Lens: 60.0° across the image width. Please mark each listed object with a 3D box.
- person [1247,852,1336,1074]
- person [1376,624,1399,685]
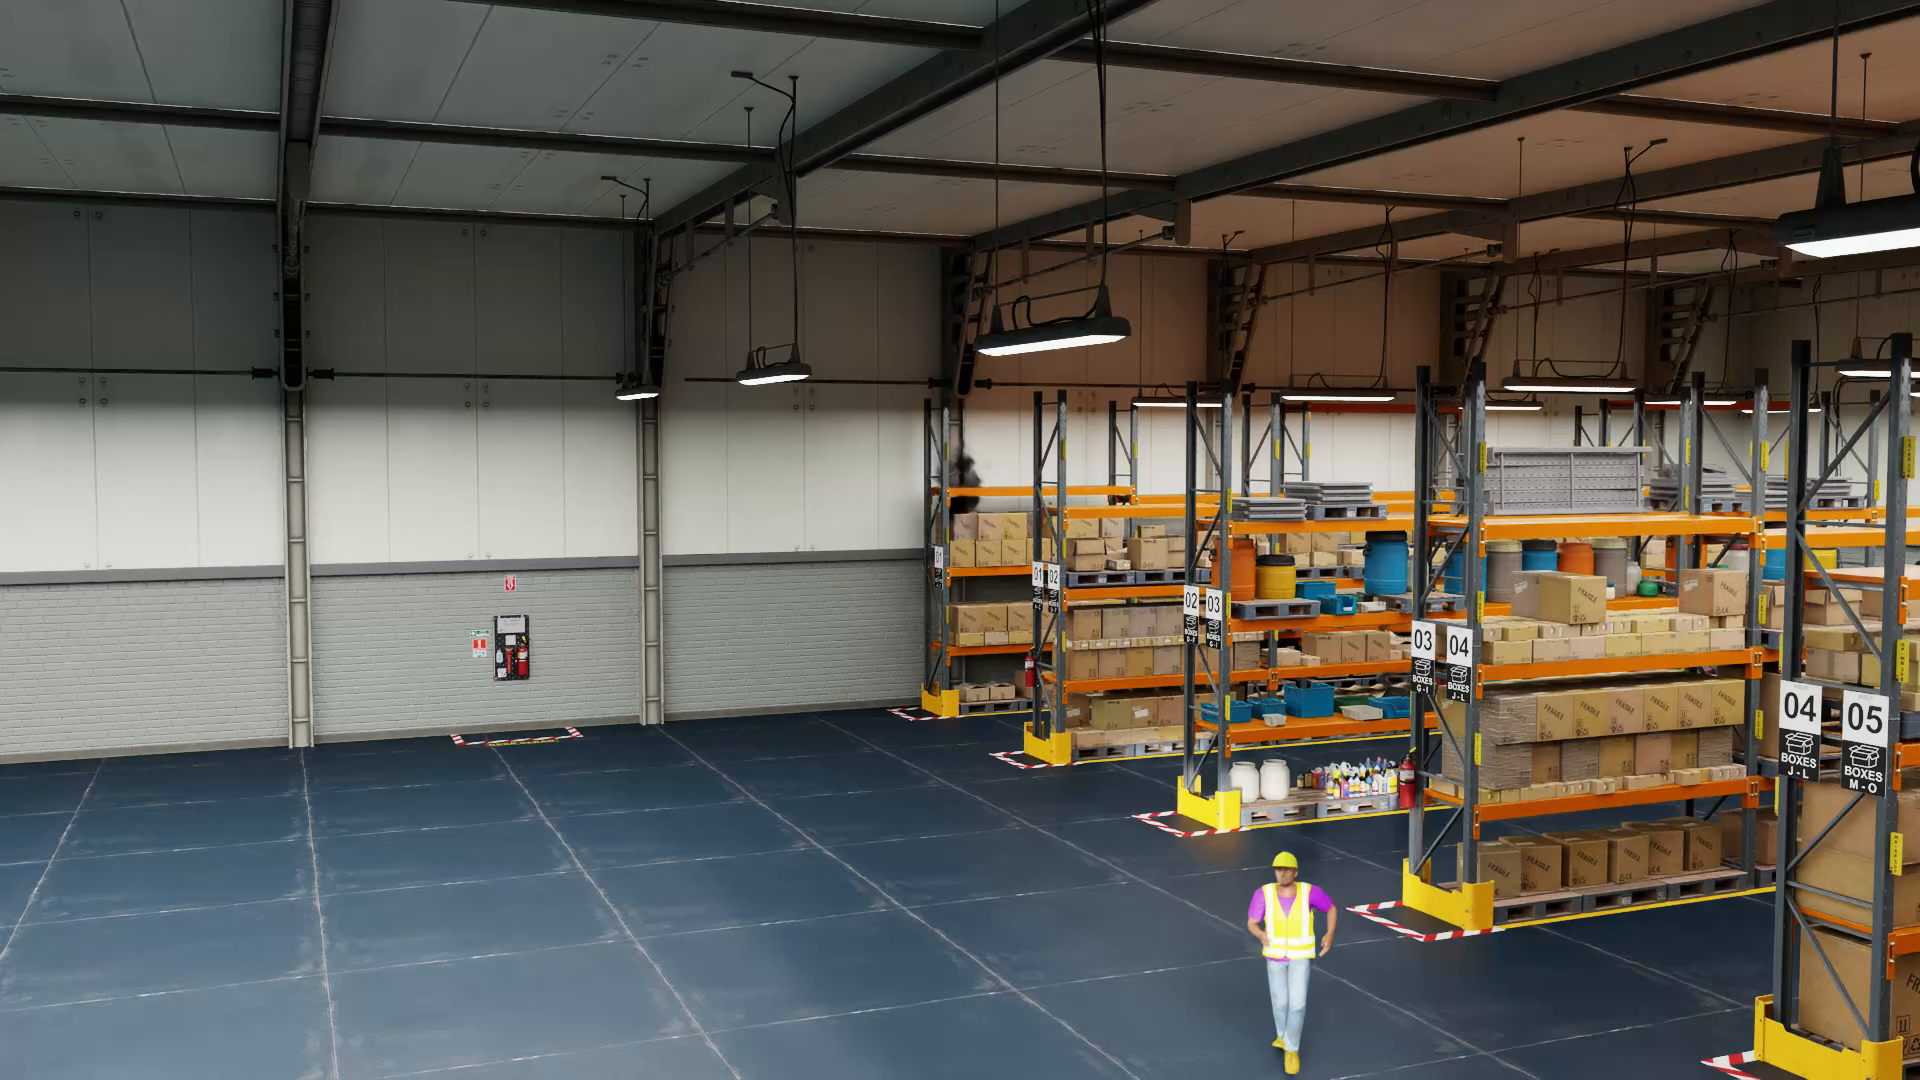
[{"bbox_3d":[2.741,3.490,13.836,0.707,1.790,0.734,1,4,20],"label":"person"},{"bbox_3d":[8.319,2.391,32.686,0.753,1.752,0.564,-2,4,-33],"label":"person"}]
